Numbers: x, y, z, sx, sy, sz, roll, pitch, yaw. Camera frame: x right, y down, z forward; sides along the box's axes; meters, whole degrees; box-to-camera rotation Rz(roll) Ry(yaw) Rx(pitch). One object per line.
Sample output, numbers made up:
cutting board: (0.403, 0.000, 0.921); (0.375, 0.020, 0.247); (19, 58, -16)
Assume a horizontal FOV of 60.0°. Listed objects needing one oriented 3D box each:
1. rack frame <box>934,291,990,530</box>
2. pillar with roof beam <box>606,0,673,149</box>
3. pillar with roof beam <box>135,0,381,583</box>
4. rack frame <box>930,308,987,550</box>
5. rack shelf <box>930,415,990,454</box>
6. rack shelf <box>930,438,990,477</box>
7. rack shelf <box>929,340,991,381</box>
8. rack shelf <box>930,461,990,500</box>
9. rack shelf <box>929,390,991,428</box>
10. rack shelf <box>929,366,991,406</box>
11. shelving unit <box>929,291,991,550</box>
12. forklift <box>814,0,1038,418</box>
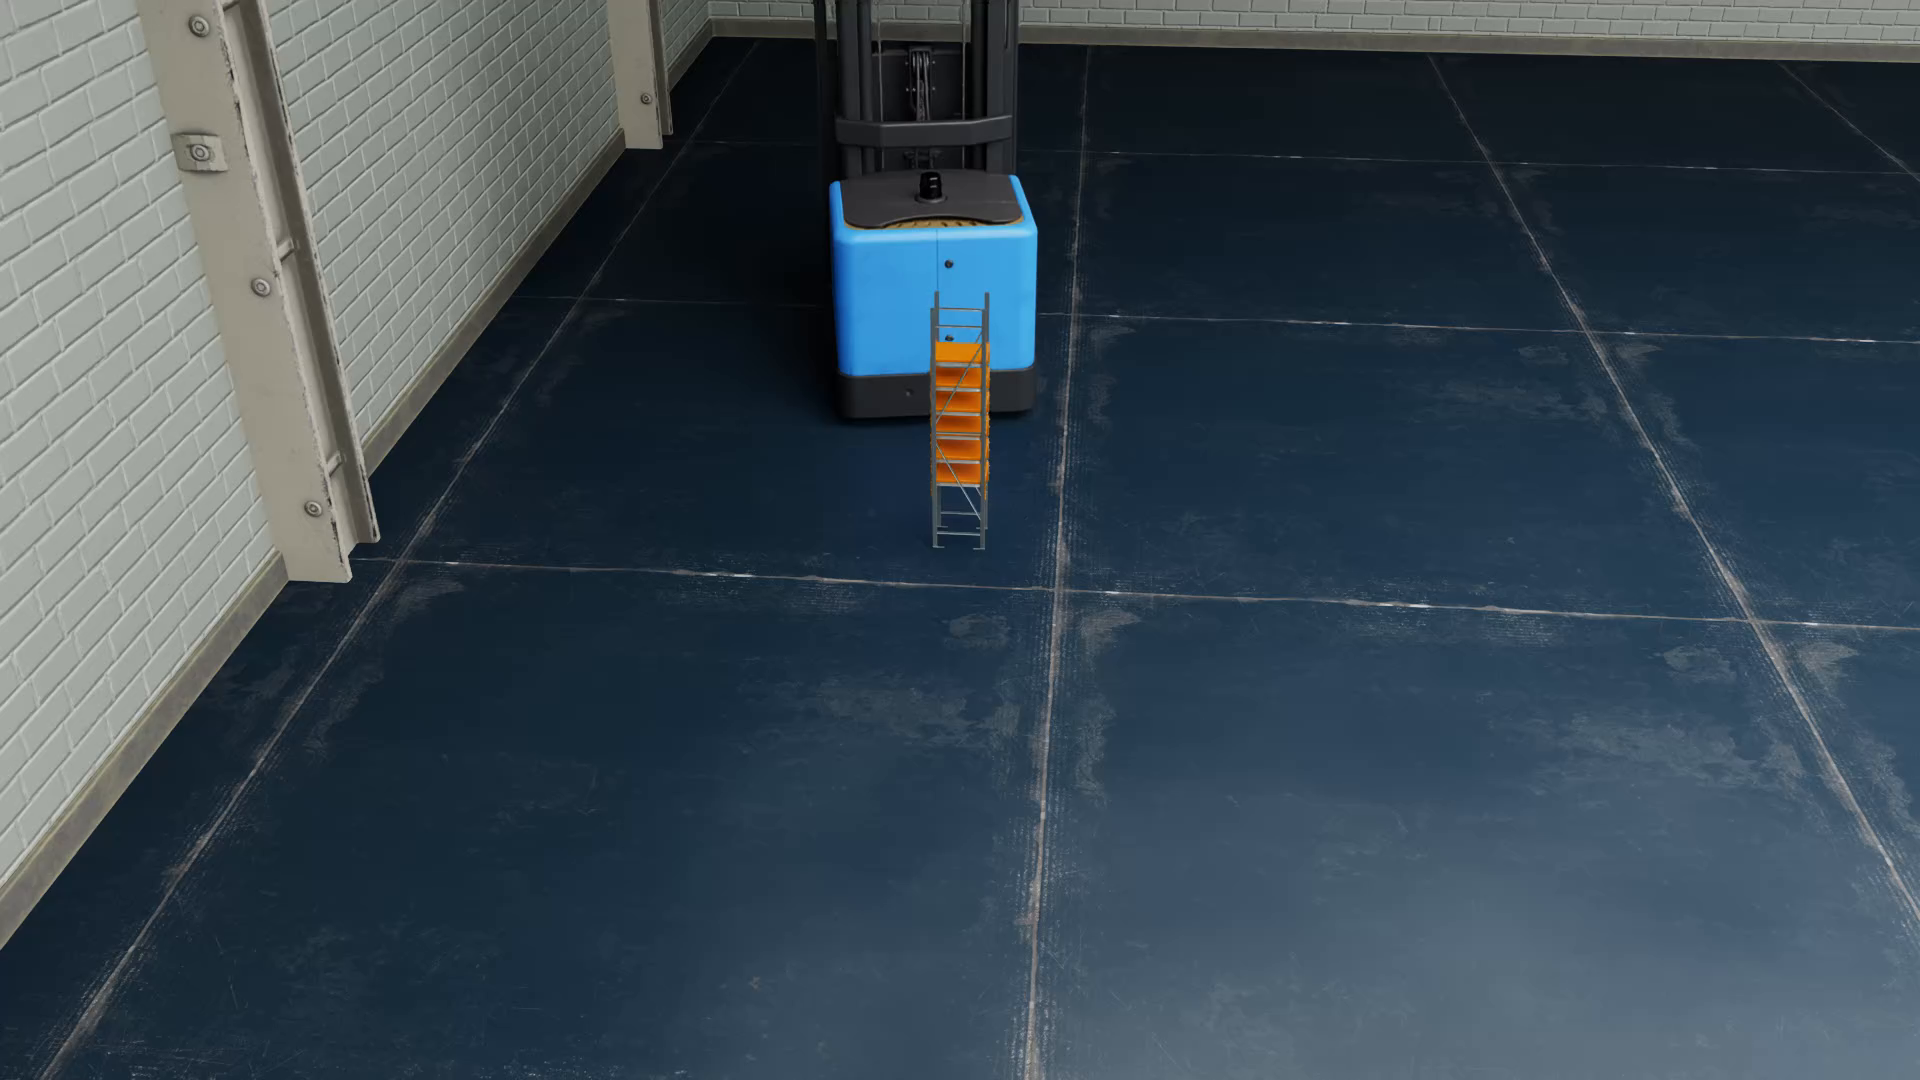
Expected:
rack frame: (0.009, -0.566, 7.525); (0.240, 1.200, 0.006); (2, 32, 4)
pillar with roof beam: (1.903, -6.703, 10.050); (9.100, 9.000, 0.400); (2, 32, 4)
pillar with roof beam: (1.414, -3.566, 4.959); (9.100, 9.000, 0.400); (2, 32, 4)
rack frame: (-0.006, -0.471, 7.370); (0.240, 1.200, 0.006); (2, 32, 4)
rack shelf: (0.001, -0.481, 7.471); (0.258, 0.103, 0.180); (2, 32, 4)
rack shelf: (0.001, -0.378, 7.534); (0.258, 0.103, 0.180); (2, 32, 4)
rack shelf: (0.001, -0.787, 7.282); (0.258, 0.103, 0.180); (2, 32, 4)
rack shelf: (0.001, -0.276, 7.597); (0.258, 0.103, 0.180); (2, 32, 4)
rack shelf: (0.001, -0.583, 7.408); (0.258, 0.103, 0.180); (2, 32, 4)
rack shelf: (0.001, -0.685, 7.345); (0.258, 0.103, 0.180); (2, 32, 4)
shelving unit: (0.001, -0.518, 7.447); (0.258, 1.200, 0.189); (2, 32, 4)
forklift: (-0.256, -2.630, 9.224); (1.130, 2.935, 3.031); (-3, 32, -5)
